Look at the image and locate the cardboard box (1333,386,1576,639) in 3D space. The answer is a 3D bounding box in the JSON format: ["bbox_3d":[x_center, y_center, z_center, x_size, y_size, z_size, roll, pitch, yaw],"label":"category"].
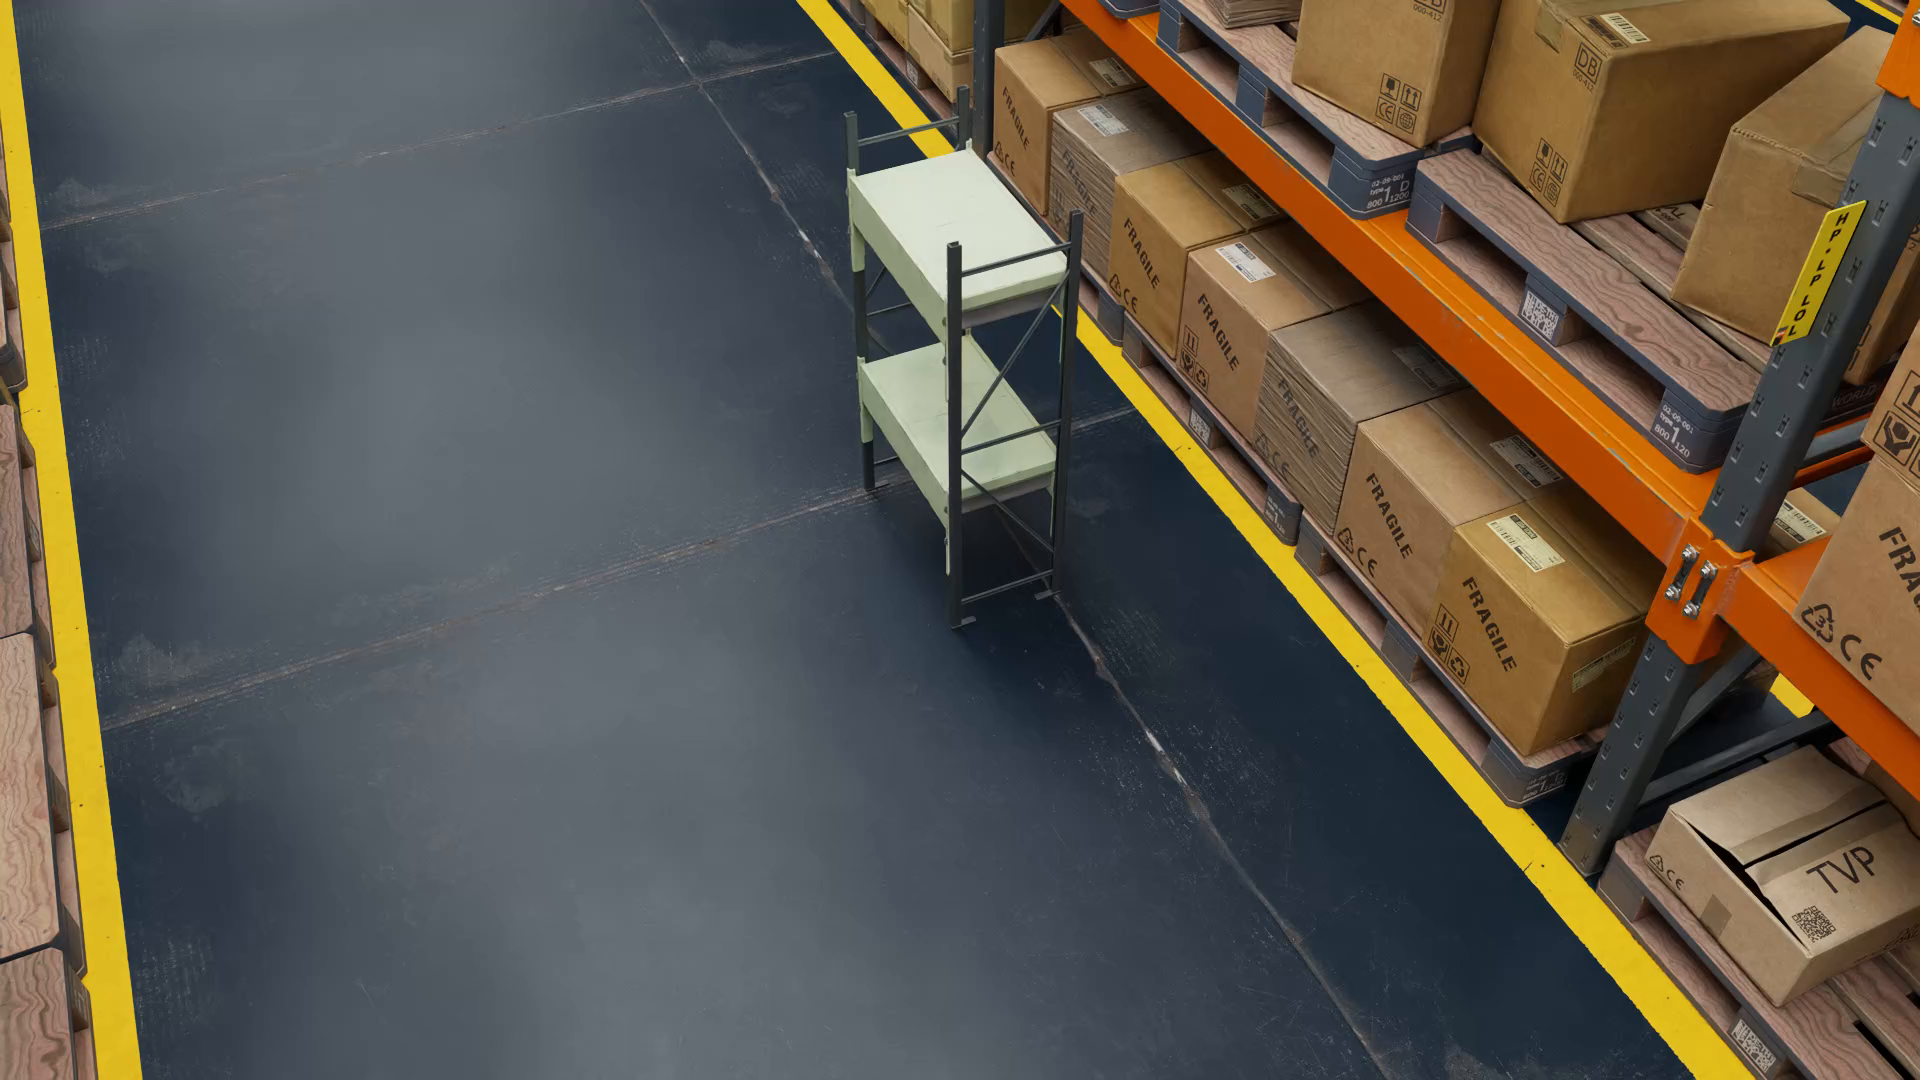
[{"bbox_3d":[1.547,-0.096,5.178,0.500,0.500,0.500,-18,47,-17],"label":"cardboard box"}]

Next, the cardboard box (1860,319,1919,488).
[{"bbox_3d":[2.158,-0.290,3.125,0.500,0.500,0.500,-17,47,-16],"label":"cardboard box"}]

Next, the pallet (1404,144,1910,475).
[{"bbox_3d":[1.978,-0.755,4.516,1.003,0.211,1.213,-18,47,-17],"label":"pallet"}]

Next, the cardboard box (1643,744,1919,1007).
[{"bbox_3d":[2.195,0.850,4.354,0.500,0.311,0.500,-18,47,-17],"label":"cardboard box"}]

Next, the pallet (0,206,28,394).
[{"bbox_3d":[-4.253,-0.883,6.495,1.003,0.211,1.213,-18,47,-17],"label":"pallet"}]

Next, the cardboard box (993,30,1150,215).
[{"bbox_3d":[0.465,-1.723,6.827,0.500,0.500,0.500,-16,47,-16],"label":"cardboard box"}]

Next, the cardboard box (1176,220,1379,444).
[{"bbox_3d":[1.121,-0.739,5.830,0.500,0.500,0.500,-20,48,-19],"label":"cardboard box"}]

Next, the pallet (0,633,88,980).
[{"bbox_3d":[-3.084,0.889,4.699,1.003,0.211,1.213,-18,47,-17],"label":"pallet"}]

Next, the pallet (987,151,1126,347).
[{"bbox_3d":[0.813,-1.351,6.969,1.003,0.211,1.213,-18,47,-17],"label":"pallet"}]

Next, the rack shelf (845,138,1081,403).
[{"bbox_3d":[-0.003,-0.816,4.953,0.431,0.370,0.720,-18,47,-17],"label":"rack shelf"}]

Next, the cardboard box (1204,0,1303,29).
[{"bbox_3d":[1.112,-2.009,5.280,0.700,0.500,0.500,-10,45,-10],"label":"cardboard box"}]

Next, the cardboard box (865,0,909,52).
[{"bbox_3d":[-0.129,-2.592,7.900,0.500,0.250,0.500,-19,48,-18],"label":"cardboard box"}]

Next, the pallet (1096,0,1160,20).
[{"bbox_3d":[0.882,-2.351,6.134,1.213,0.211,1.003,-18,47,-17],"label":"pallet"}]

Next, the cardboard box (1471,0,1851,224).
[{"bbox_3d":[1.872,-1.254,4.515,0.700,0.500,0.500,-11,46,-11],"label":"cardboard box"}]

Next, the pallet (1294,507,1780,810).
[{"bbox_3d":[1.839,0.204,5.393,1.003,0.211,1.213,-18,47,-17],"label":"pallet"}]

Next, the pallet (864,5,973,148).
[{"bbox_3d":[0.222,-2.374,8.006,1.003,0.211,1.213,-18,47,-17],"label":"pallet"}]

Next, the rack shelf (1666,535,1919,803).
[{"bbox_3d":[3.056,1.249,2.861,1.077,0.370,4.000,-18,47,-17],"label":"rack shelf"}]

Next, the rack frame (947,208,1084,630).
[{"bbox_3d":[0.151,-0.305,4.991,0.400,1.500,0.023,-18,47,-17],"label":"rack frame"}]

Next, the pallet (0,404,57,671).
[{"bbox_3d":[-3.593,0.112,5.486,1.003,0.211,1.213,-18,47,-17],"label":"pallet"}]

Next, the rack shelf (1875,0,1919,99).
[{"bbox_3d":[1.374,-2.368,4.391,1.077,0.370,4.000,-18,47,-17],"label":"rack shelf"}]

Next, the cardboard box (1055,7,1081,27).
[{"bbox_3d":[0.579,-2.622,7.531,0.500,0.311,0.500,-17,47,-16],"label":"cardboard box"}]

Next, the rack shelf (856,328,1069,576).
[{"bbox_3d":[-0.003,-0.306,5.457,0.431,0.370,0.720,-18,47,-17],"label":"rack shelf"}]

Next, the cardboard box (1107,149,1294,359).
[{"bbox_3d":[0.897,-1.070,6.165,0.500,0.500,0.500,-19,48,-18],"label":"cardboard box"}]

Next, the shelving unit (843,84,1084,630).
[{"bbox_3d":[-0.003,-0.538,5.228,0.431,1.500,0.755,-18,47,-17],"label":"shelving unit"}]

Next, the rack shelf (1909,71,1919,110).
[{"bbox_3d":[3.056,0.181,1.807,1.077,0.370,4.000,-18,47,-17],"label":"rack shelf"}]

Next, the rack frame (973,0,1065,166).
[{"bbox_3d":[0.533,-2.831,6.483,1.000,3.000,0.127,-18,47,-17],"label":"rack frame"}]

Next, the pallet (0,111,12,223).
[{"bbox_3d":[-4.762,-1.659,7.281,1.003,0.211,1.213,-18,47,-17],"label":"pallet"}]

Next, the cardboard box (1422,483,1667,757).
[{"bbox_3d":[1.748,0.222,4.856,0.500,0.500,0.500,-18,47,-18],"label":"cardboard box"}]

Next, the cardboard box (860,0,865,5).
[{"bbox_3d":[-0.338,-2.914,8.226,0.500,0.250,0.500,-17,47,-17],"label":"cardboard box"}]

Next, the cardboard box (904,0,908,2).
[{"bbox_3d":[-0.135,-2.792,7.703,0.500,0.311,0.500,-19,48,-18],"label":"cardboard box"}]

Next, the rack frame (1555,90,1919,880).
[{"bbox_3d":[2.215,-0.282,3.900,1.000,3.000,0.127,-18,47,-17],"label":"rack frame"}]

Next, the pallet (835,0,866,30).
[{"bbox_3d":[-0.287,-3.151,8.793,1.003,0.211,1.213,-18,47,-17],"label":"pallet"}]

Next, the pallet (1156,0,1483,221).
[{"bbox_3d":[1.355,-1.525,5.296,1.003,0.211,1.213,-18,47,-17],"label":"pallet"}]

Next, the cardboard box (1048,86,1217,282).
[{"bbox_3d":[0.691,-1.391,6.491,0.500,0.500,0.500,-20,48,-19],"label":"cardboard box"}]

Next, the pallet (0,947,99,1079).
[{"bbox_3d":[-2.567,1.667,3.910,1.003,0.211,1.213,-18,47,-17],"label":"pallet"}]

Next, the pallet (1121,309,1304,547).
[{"bbox_3d":[1.322,-0.575,6.182,1.003,0.211,1.213,-18,47,-17],"label":"pallet"}]

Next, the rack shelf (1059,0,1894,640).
[{"bbox_3d":[1.374,-1.300,5.444,1.077,0.370,4.000,-18,47,-17],"label":"rack shelf"}]

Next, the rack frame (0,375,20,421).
[{"bbox_3d":[-3.963,-1.370,5.003,1.000,3.000,0.127,-18,47,-17],"label":"rack frame"}]

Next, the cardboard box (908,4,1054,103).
[{"bbox_3d":[0.091,-2.265,7.568,0.500,0.250,0.500,-17,47,-16],"label":"cardboard box"}]

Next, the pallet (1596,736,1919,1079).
[{"bbox_3d":[2.503,1.149,4.436,1.003,0.211,1.213,-18,47,-17],"label":"pallet"}]

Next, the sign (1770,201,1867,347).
[{"bbox_3d":[1.713,-0.528,3.325,0.100,0.325,0.005,-18,47,-17],"label":"sign"}]

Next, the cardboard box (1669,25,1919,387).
[{"bbox_3d":[2.219,-0.835,4.090,0.700,0.500,0.500,-34,54,-30],"label":"cardboard box"}]

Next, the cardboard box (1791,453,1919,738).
[{"bbox_3d":[2.182,0.088,3.454,0.500,0.500,0.500,-17,47,-16],"label":"cardboard box"}]

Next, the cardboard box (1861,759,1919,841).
[{"bbox_3d":[2.712,0.731,4.340,0.500,0.500,0.500,-18,47,-17],"label":"cardboard box"}]

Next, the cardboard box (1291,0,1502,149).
[{"bbox_3d":[1.416,-1.575,4.840,0.700,0.500,0.500,-30,52,-27],"label":"cardboard box"}]

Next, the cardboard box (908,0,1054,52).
[{"bbox_3d":[0.090,-2.462,7.369,0.500,0.311,0.500,-17,47,-16],"label":"cardboard box"}]

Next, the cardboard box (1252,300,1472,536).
[{"bbox_3d":[1.337,-0.416,5.502,0.500,0.500,0.500,-17,47,-17],"label":"cardboard box"}]

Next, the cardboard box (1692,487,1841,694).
[{"bbox_3d":[2.233,0.071,5.009,0.500,0.500,0.500,-20,48,-19],"label":"cardboard box"}]

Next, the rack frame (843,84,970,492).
[{"bbox_3d":[-0.157,-0.771,5.464,0.400,1.500,0.023,-18,47,-17],"label":"rack frame"}]

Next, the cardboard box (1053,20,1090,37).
[{"bbox_3d":[0.579,-2.422,7.728,0.500,0.250,0.500,-18,47,-18],"label":"cardboard box"}]
